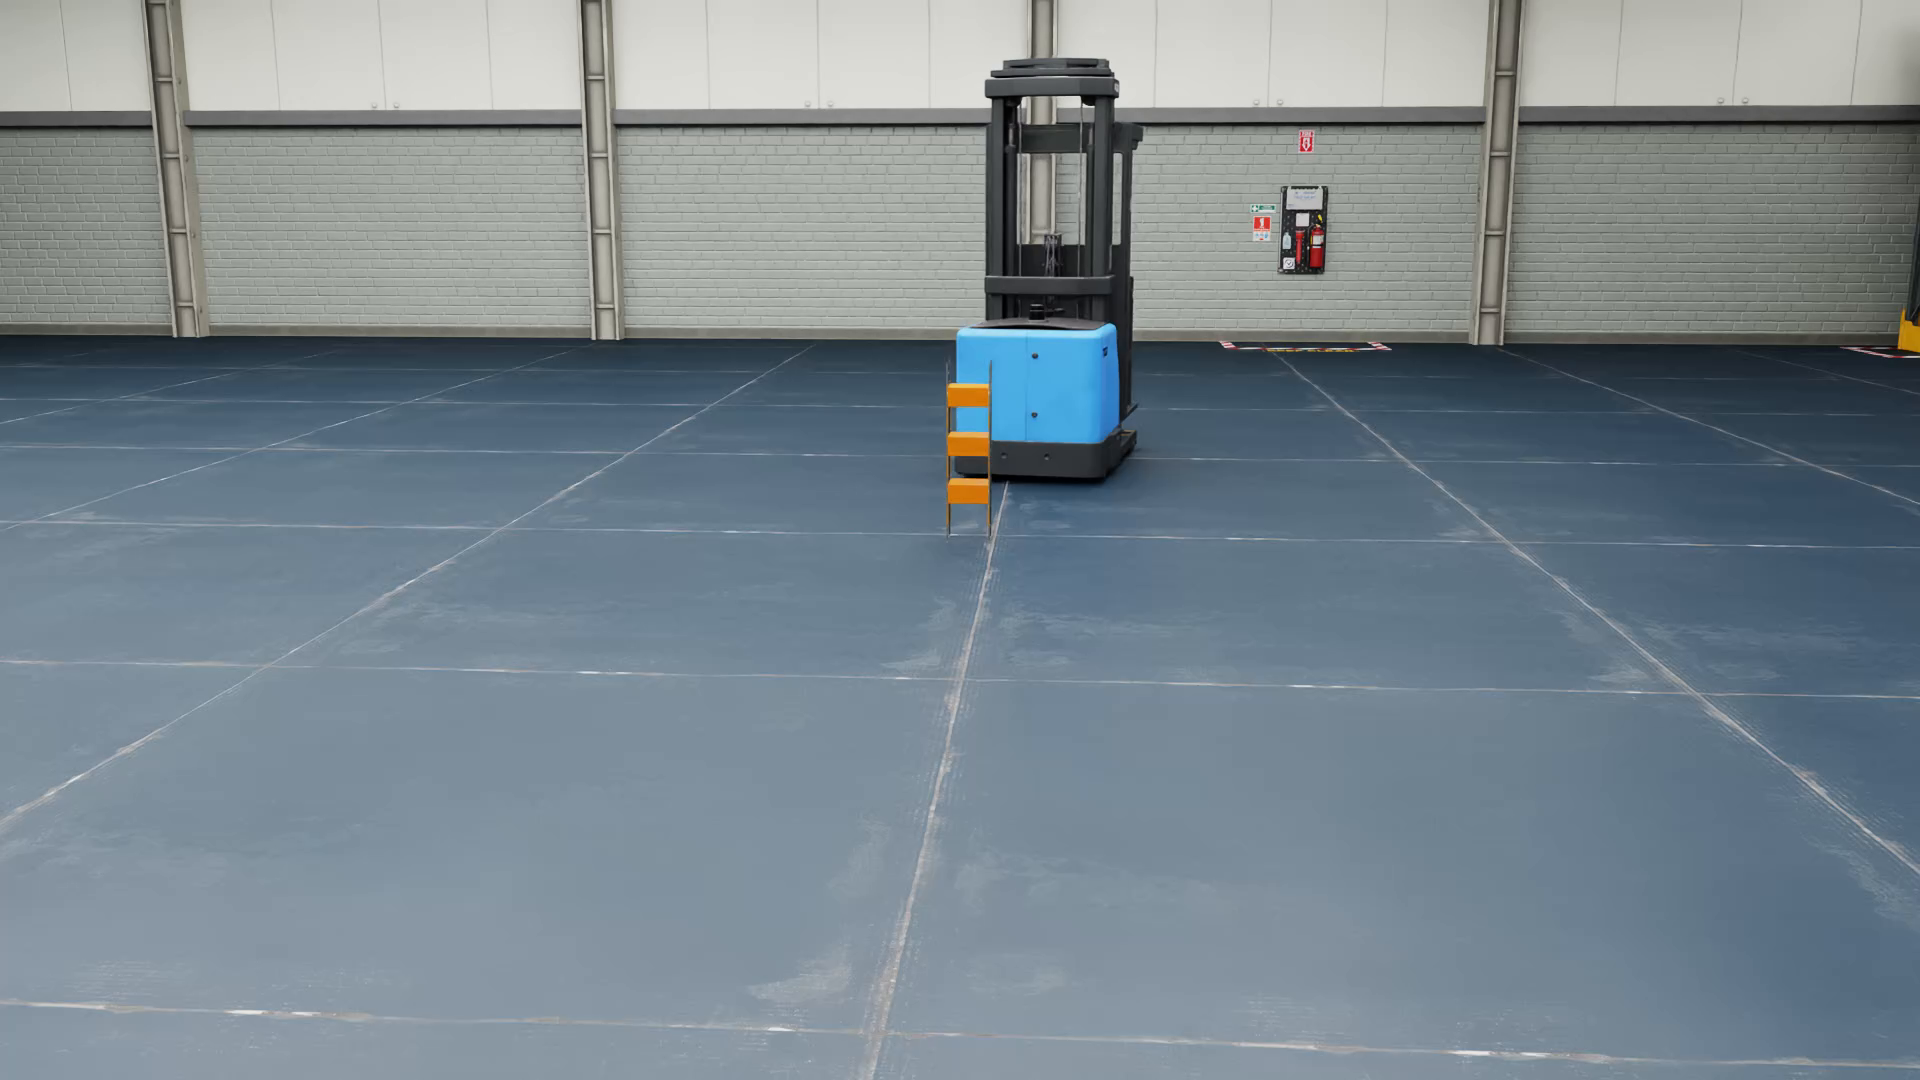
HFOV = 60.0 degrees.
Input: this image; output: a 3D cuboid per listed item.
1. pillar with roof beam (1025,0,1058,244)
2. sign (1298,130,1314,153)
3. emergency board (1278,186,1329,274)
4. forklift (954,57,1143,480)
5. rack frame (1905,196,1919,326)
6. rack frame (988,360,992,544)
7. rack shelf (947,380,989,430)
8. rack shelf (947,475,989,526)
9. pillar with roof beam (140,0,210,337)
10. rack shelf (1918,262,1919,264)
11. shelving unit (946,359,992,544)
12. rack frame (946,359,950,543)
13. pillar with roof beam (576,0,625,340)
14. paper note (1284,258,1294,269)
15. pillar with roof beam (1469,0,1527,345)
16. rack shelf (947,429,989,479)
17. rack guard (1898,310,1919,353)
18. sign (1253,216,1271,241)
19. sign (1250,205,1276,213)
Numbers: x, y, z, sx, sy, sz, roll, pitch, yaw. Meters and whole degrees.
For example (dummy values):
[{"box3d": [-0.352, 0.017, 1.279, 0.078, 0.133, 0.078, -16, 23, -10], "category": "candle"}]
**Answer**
[{"box3d": [0.803, -6.247, 17.653, 0.400, 9.000, 9.100, 1, 12, 4], "category": "pillar with roof beam"}, {"box3d": [4.612, -5.304, 22.138, 0.199, 0.298, 0.001, 1, 12, 4], "category": "sign"}, {"box3d": [4.614, -4.149, 22.278, 0.643, 1.169, 0.194, 1, 12, 4], "category": "emergency board"}, {"box3d": [0.786, -2.113, 12.711, 1.130, 2.935, 3.031, 3, 12, 12], "category": "forklift"}, {"box3d": [12.307, -3.858, 20.888, 0.127, 3.000, 1.000, 1, 12, 4], "category": "rack frame"}, {"box3d": [0.175, -0.511, 9.649, 0.008, 1.050, 0.200, 1, 12, 4], "category": "rack frame"}, {"box3d": [0.053, -0.781, 9.601, 0.240, 0.259, 0.215, 1, 12, 4], "category": "rack shelf"}, {"box3d": [0.053, -0.231, 9.716, 0.240, 0.259, 0.215, 1, 12, 4], "category": "rack shelf"}, {"box3d": [-11.170, -6.411, 18.438, 0.400, 9.000, 9.100, 1, 12, 4], "category": "pillar with roof beam"}, {"box3d": [14.303, -3.479, 20.830, 4.000, 0.370, 1.077, 1, 12, 4], "category": "rack shelf"}, {"box3d": [0.053, -0.513, 9.657, 0.252, 1.050, 0.215, 1, 12, 4], "category": "shelving unit"}, {"box3d": [-0.068, -0.515, 9.665, 0.008, 1.050, 0.200, 1, 12, 4], "category": "rack frame"}, {"box3d": [-5.184, -6.329, 18.045, 0.400, 9.000, 9.100, 1, 12, 4], "category": "pillar with roof beam"}, {"box3d": [4.442, -3.735, 22.447, 0.142, 0.148, 0.016, 1, 12, 4], "category": "paper note"}, {"box3d": [6.789, -6.165, 17.260, 0.400, 9.000, 9.100, 1, 12, 4], "category": "pillar with roof beam"}, {"box3d": [0.053, -0.503, 9.659, 0.240, 0.259, 0.215, 1, 12, 4], "category": "rack shelf"}, {"box3d": [12.383, -2.634, 21.139, 0.348, 0.500, 1.175, 1, 12, 4], "category": "rack guard"}, {"box3d": [4.069, -4.195, 22.411, 0.234, 0.329, 0.001, 1, 12, 4], "category": "sign"}, {"box3d": [4.073, -4.453, 22.348, 0.331, 0.109, 0.001, 1, 12, 4], "category": "sign"}]
